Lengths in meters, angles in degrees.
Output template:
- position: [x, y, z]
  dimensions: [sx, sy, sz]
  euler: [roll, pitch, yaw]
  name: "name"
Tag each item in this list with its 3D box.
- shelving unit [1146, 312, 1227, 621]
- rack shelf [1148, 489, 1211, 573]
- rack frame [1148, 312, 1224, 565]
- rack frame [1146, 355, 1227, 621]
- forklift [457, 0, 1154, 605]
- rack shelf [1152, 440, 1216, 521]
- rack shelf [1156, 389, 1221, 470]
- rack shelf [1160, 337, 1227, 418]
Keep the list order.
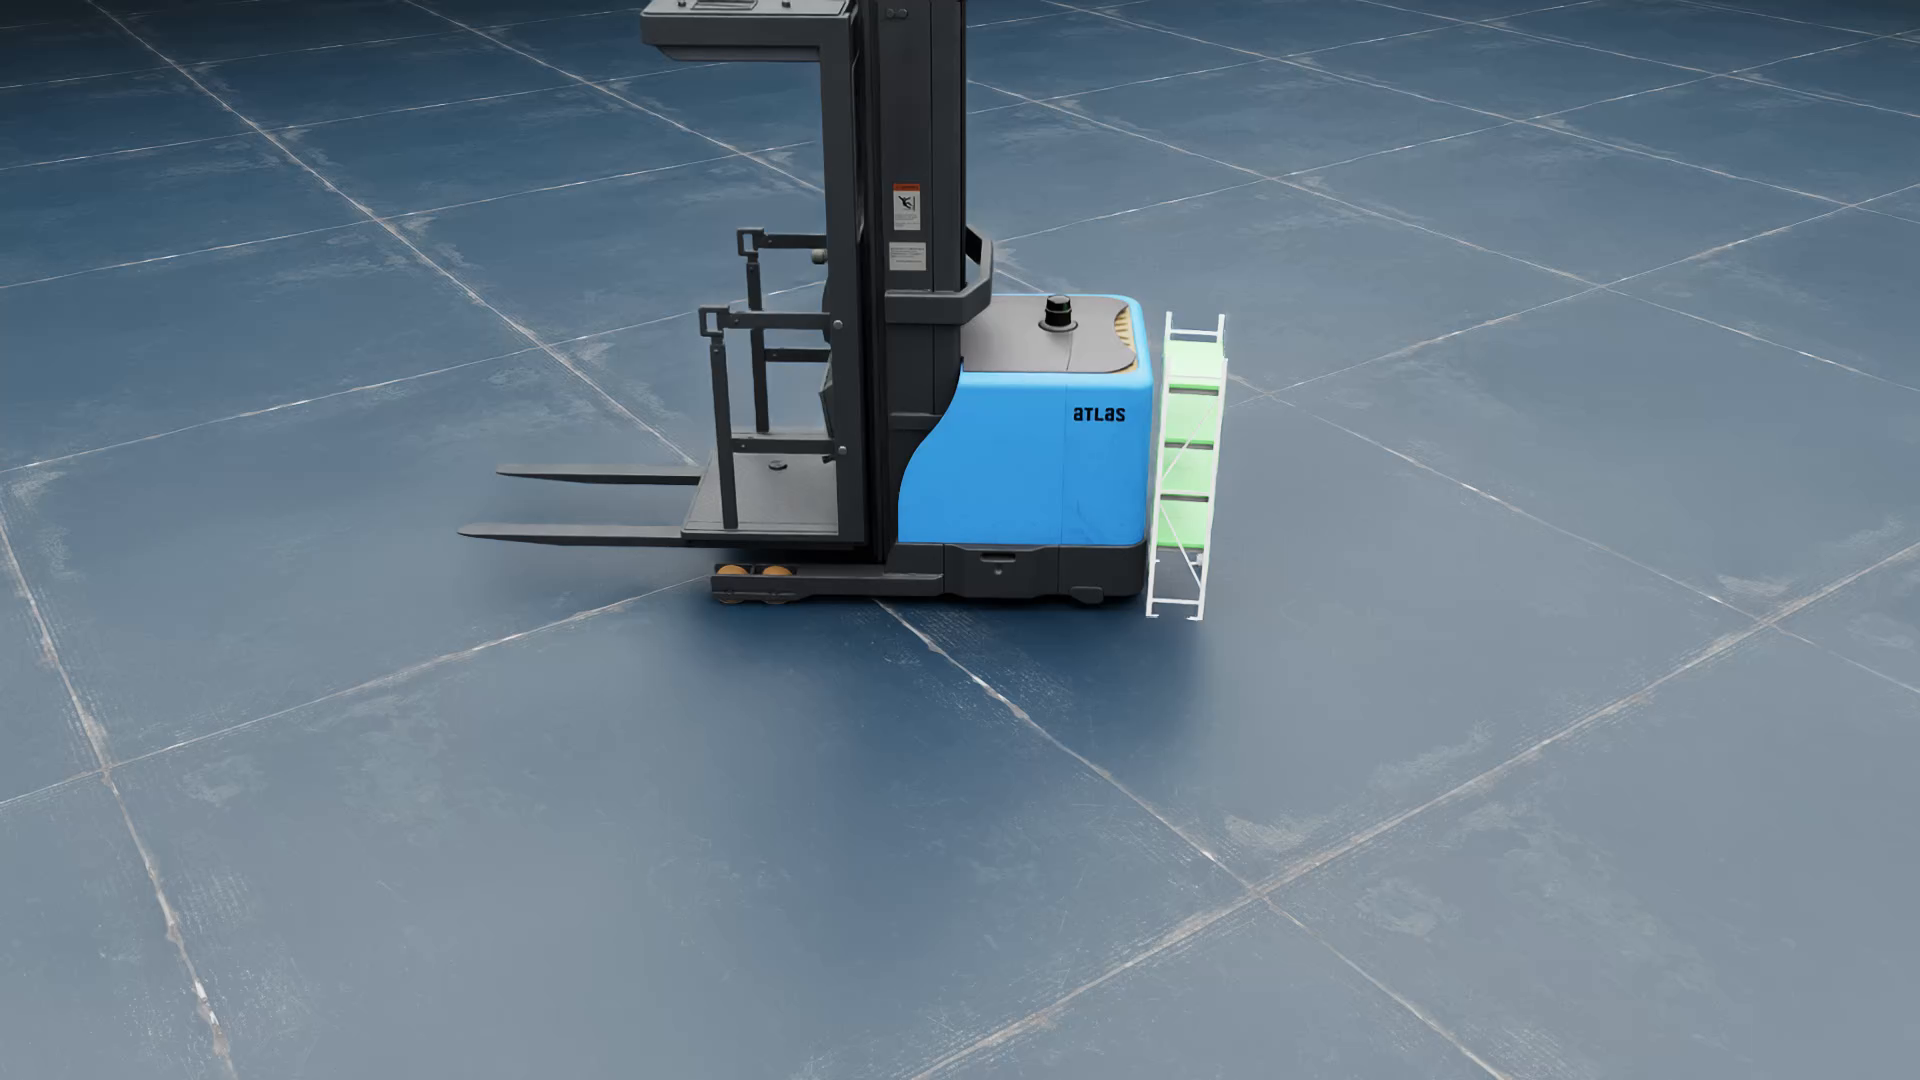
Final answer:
- position: [0.953, -0.307, 7.055]
  dimensions: [0.258, 1.200, 0.503]
  euler: [4, 29, 5]
  name: "shelving unit"
- position: [0.949, -0.040, 7.200]
  dimensions: [0.258, 0.148, 0.480]
  euler: [4, 29, 5]
  name: "rack shelf"
- position: [0.981, -0.423, 7.268]
  dimensions: [0.240, 1.200, 0.015]
  euler: [4, 29, 5]
  name: "rack frame"
- position: [0.925, -0.191, 6.842]
  dimensions: [0.240, 1.200, 0.015]
  euler: [4, 29, 5]
  name: "rack frame"
- position: [-0.696, -1.257, 6.993]
  dimensions: [3.031, 2.935, 1.130]
  euler: [1, 29, 2]
  name: "forklift"
- position: [0.952, -0.251, 7.085]
  dimensions: [0.258, 0.148, 0.480]
  euler: [4, 29, 5]
  name: "rack shelf"
- position: [0.955, -0.462, 6.970]
  dimensions: [0.258, 0.148, 0.480]
  euler: [4, 29, 5]
  name: "rack shelf"
- position: [0.958, -0.673, 6.855]
  dimensions: [0.258, 0.148, 0.480]
  euler: [4, 29, 5]
  name: "rack shelf"
